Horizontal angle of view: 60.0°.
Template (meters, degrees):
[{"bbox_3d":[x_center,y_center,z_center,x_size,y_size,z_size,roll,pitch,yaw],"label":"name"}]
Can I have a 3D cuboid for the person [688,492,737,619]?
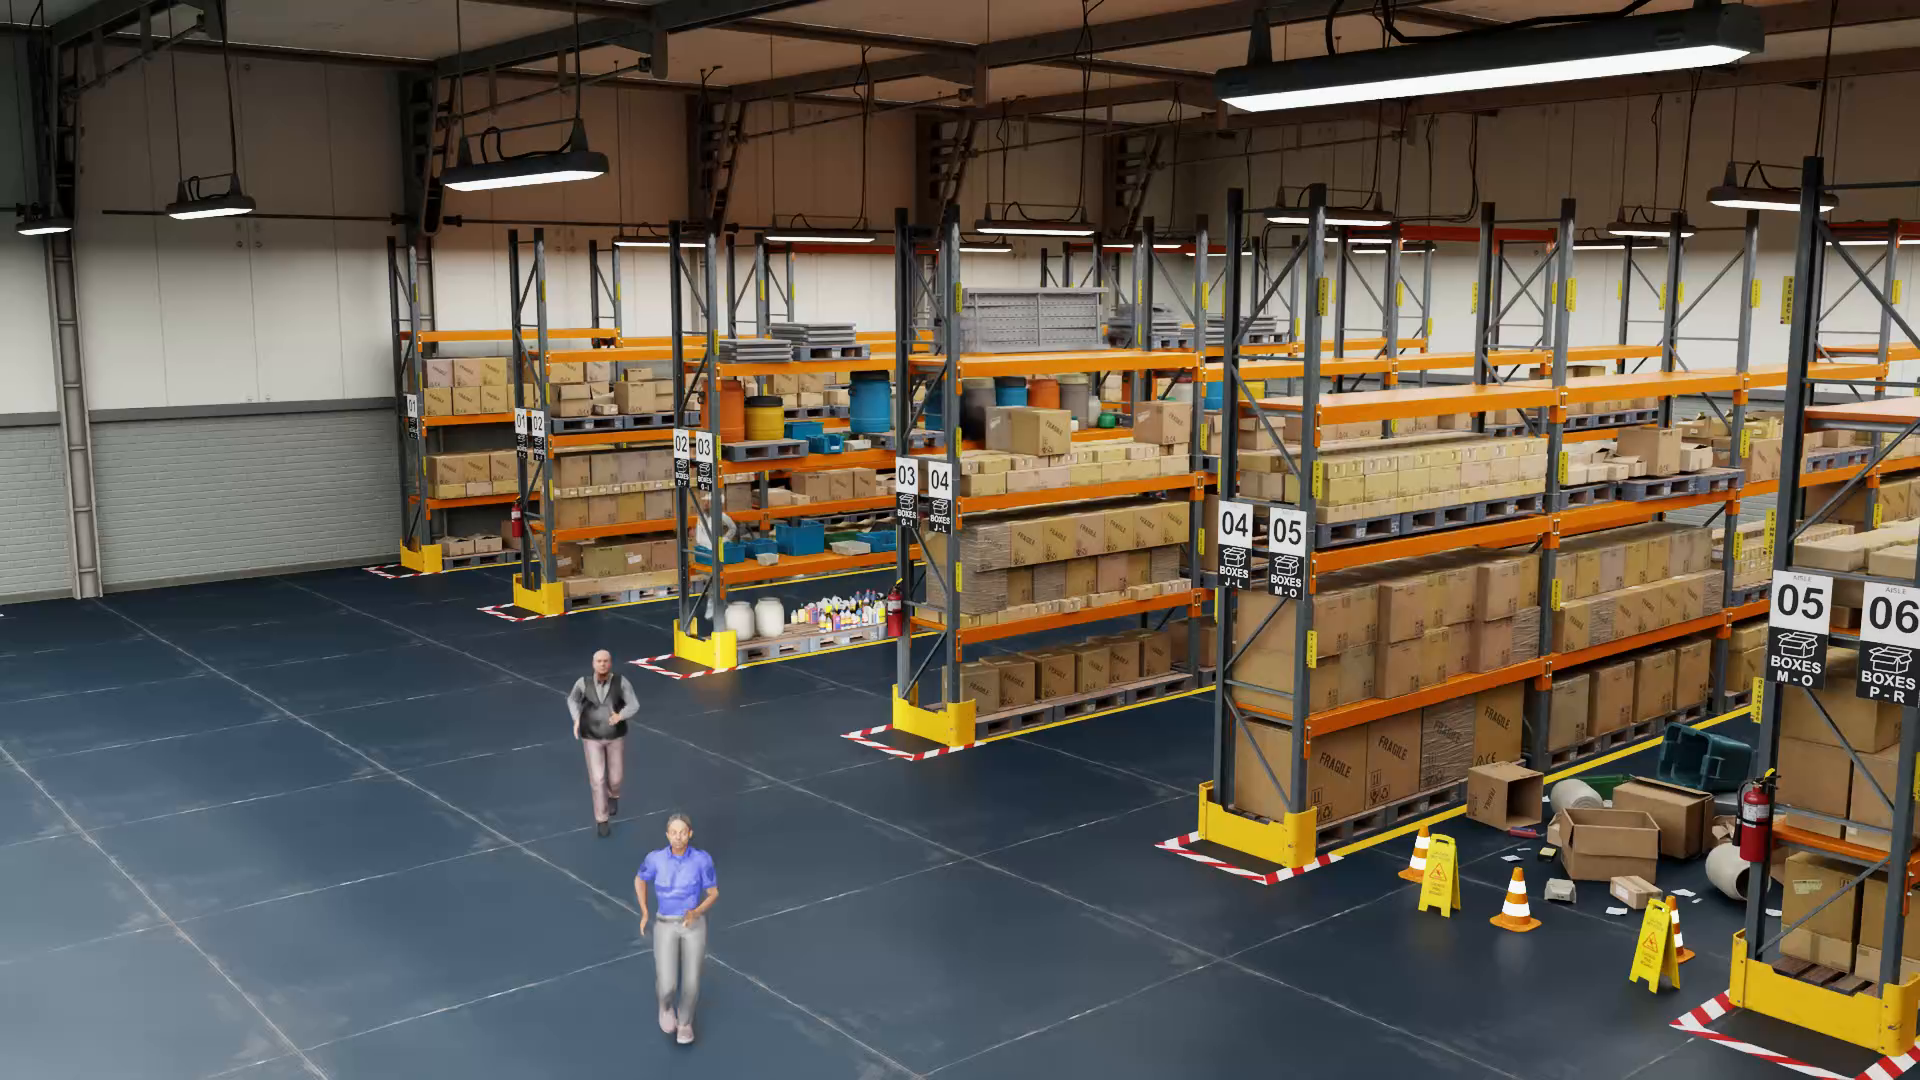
[{"bbox_3d":[-3.732,0.223,24.817,0.637,1.880,0.701,8,12,41],"label":"person"}]

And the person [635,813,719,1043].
[{"bbox_3d":[-1.910,2.700,11.246,0.549,1.524,0.576,-2,9,-11],"label":"person"}]

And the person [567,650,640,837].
[{"bbox_3d":[-3.382,1.888,15.832,0.671,1.708,0.844,-2,9,-14],"label":"person"}]
